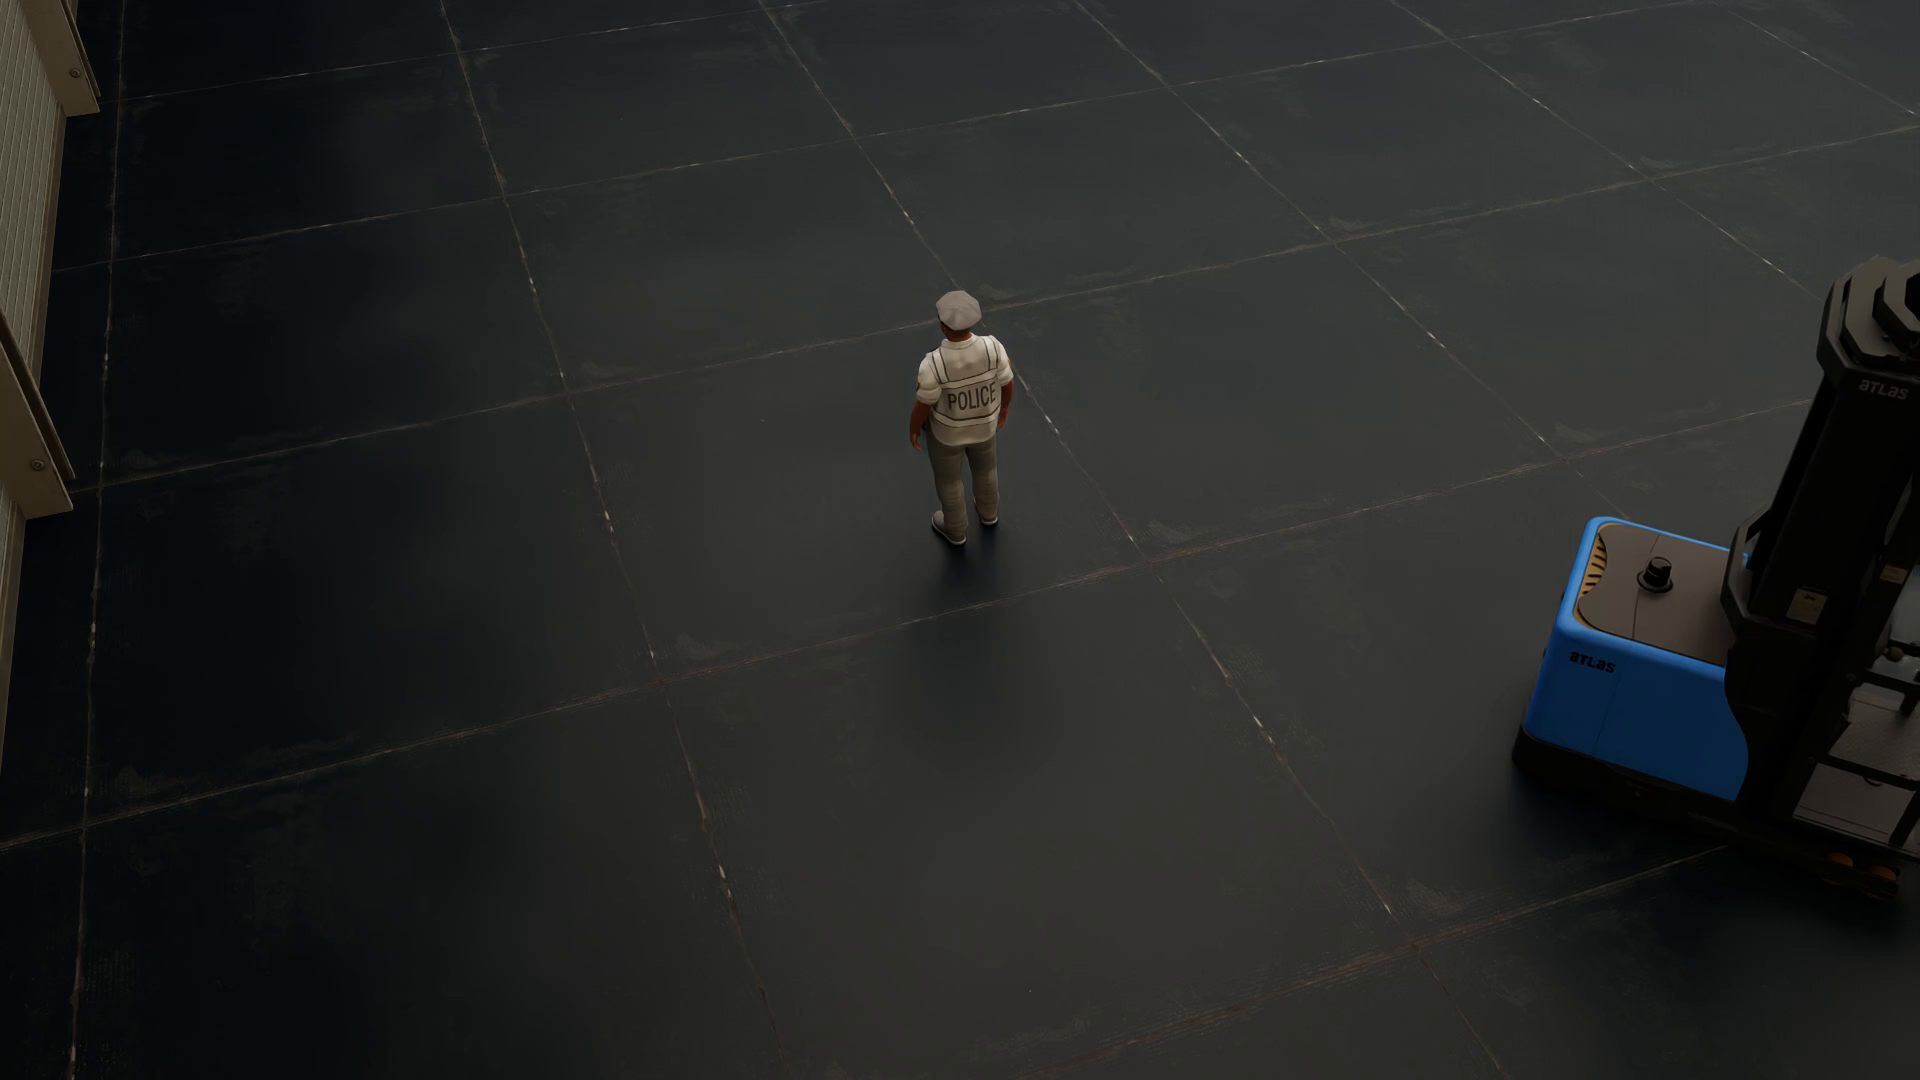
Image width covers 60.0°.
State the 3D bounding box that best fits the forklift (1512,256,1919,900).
[{"bbox_3d":[4.472,0.248,7.701,3.031,2.935,1.130,17,43,20],"label":"forklift"}]

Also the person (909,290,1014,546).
[{"bbox_3d":[-0.015,-0.737,9.757,0.640,1.781,0.575,-13,42,-15],"label":"person"}]
